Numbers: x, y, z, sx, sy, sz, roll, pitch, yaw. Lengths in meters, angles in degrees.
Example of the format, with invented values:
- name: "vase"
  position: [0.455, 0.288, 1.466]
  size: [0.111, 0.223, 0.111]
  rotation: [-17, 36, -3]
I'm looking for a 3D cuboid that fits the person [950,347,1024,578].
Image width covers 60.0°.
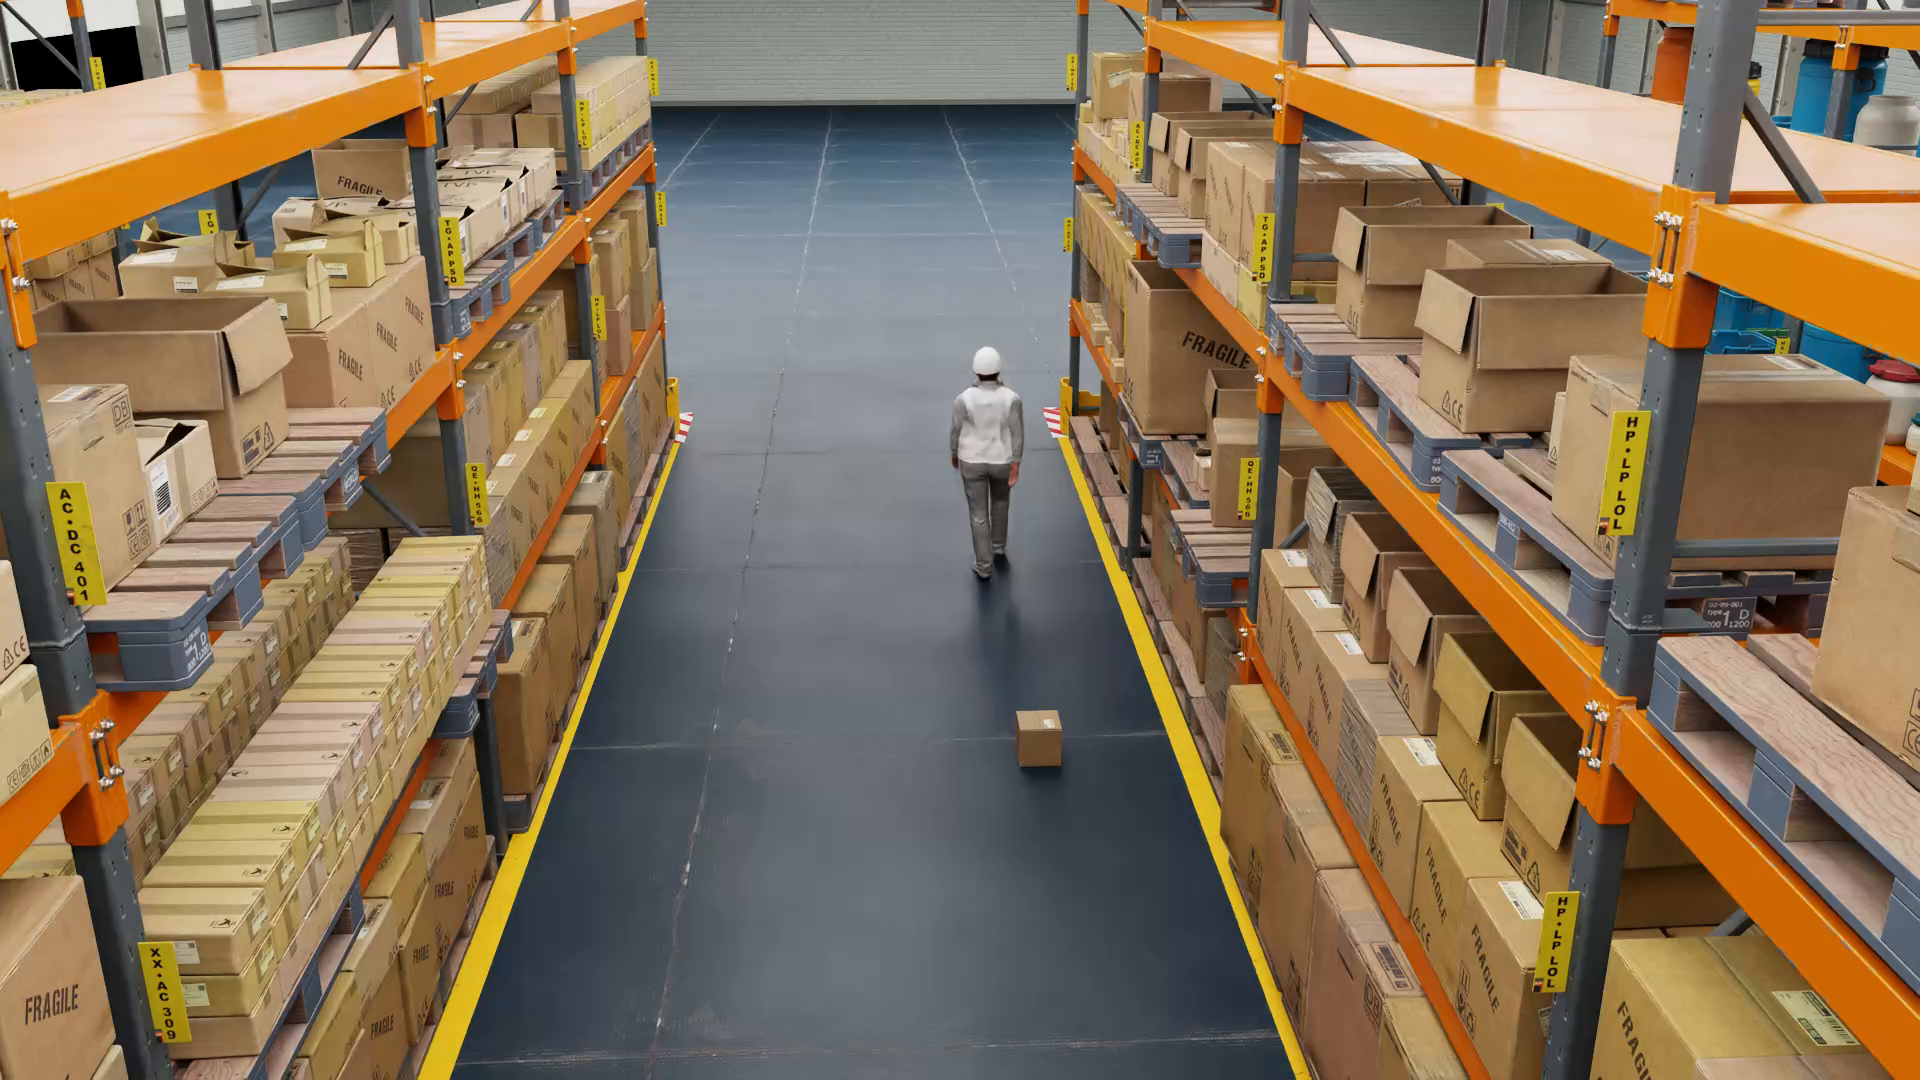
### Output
- name: "person"
  position: [0.186, -0.634, 12.758]
  size: [0.549, 1.785, 0.811]
  rotation: [-2, 20, -6]
